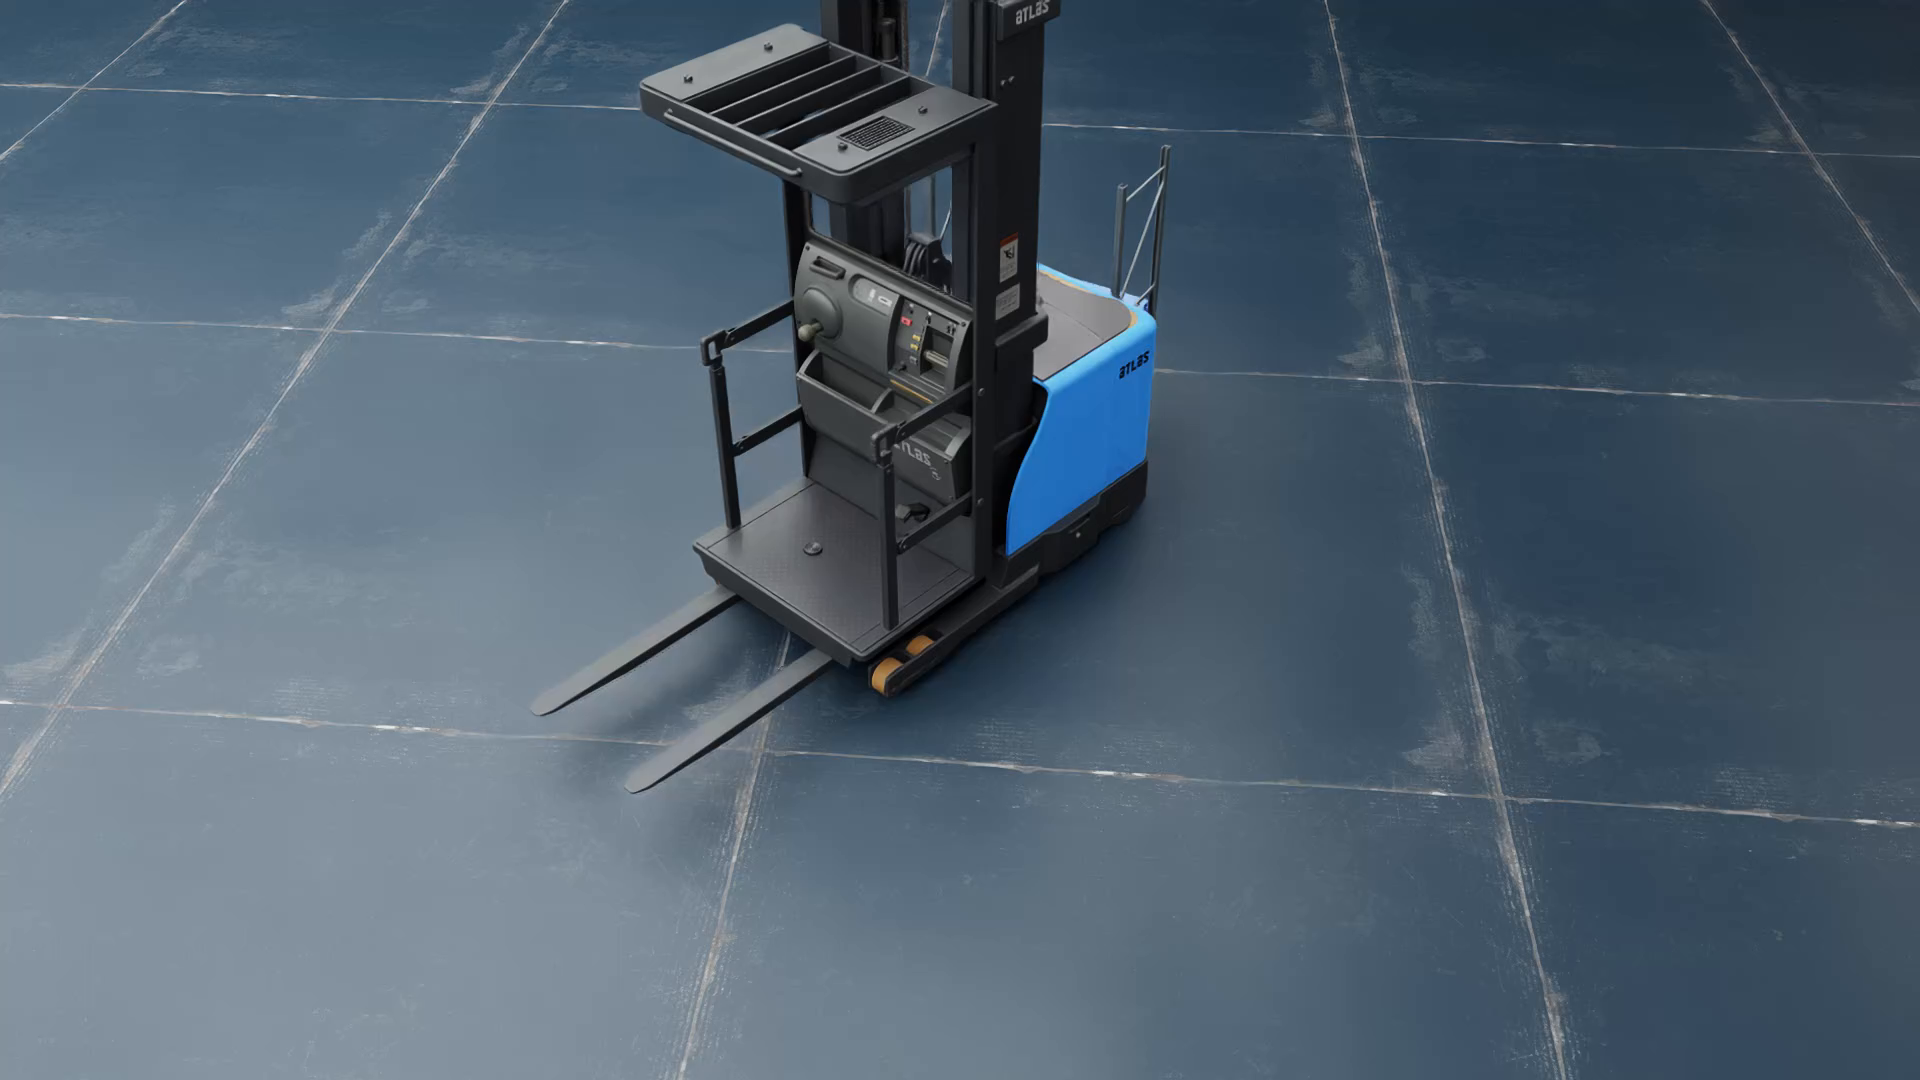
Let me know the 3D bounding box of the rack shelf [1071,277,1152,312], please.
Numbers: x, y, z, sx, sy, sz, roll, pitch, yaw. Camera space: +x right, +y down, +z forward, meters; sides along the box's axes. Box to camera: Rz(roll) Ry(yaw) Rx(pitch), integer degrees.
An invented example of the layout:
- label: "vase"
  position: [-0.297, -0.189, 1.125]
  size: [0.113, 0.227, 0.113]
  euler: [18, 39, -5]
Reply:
- label: "rack shelf"
  position: [0.415, -1.166, 8.449]
  size: [1.000, 0.185, 0.538]
  euler: [21, 43, 24]

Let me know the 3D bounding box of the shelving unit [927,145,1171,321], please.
- label: "shelving unit"
  position: [0.415, -1.305, 8.336]
  size: [1.048, 1.500, 0.538]
  euler: [21, 43, 24]

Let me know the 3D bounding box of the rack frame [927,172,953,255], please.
- label: "rack frame"
  position: [-0.020, -1.471, 8.539]
  size: [0.032, 1.500, 0.500]
  euler: [21, 43, 24]

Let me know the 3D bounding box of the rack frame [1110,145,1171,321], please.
- label: "rack frame"
  position: [0.851, -1.140, 8.133]
  size: [0.032, 1.500, 0.500]
  euler: [21, 43, 24]

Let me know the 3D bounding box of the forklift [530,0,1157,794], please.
- label: "forklift"
  position: [-0.469, -0.834, 6.624]
  size: [1.130, 2.935, 3.031]
  euler: [30, 48, 32]
